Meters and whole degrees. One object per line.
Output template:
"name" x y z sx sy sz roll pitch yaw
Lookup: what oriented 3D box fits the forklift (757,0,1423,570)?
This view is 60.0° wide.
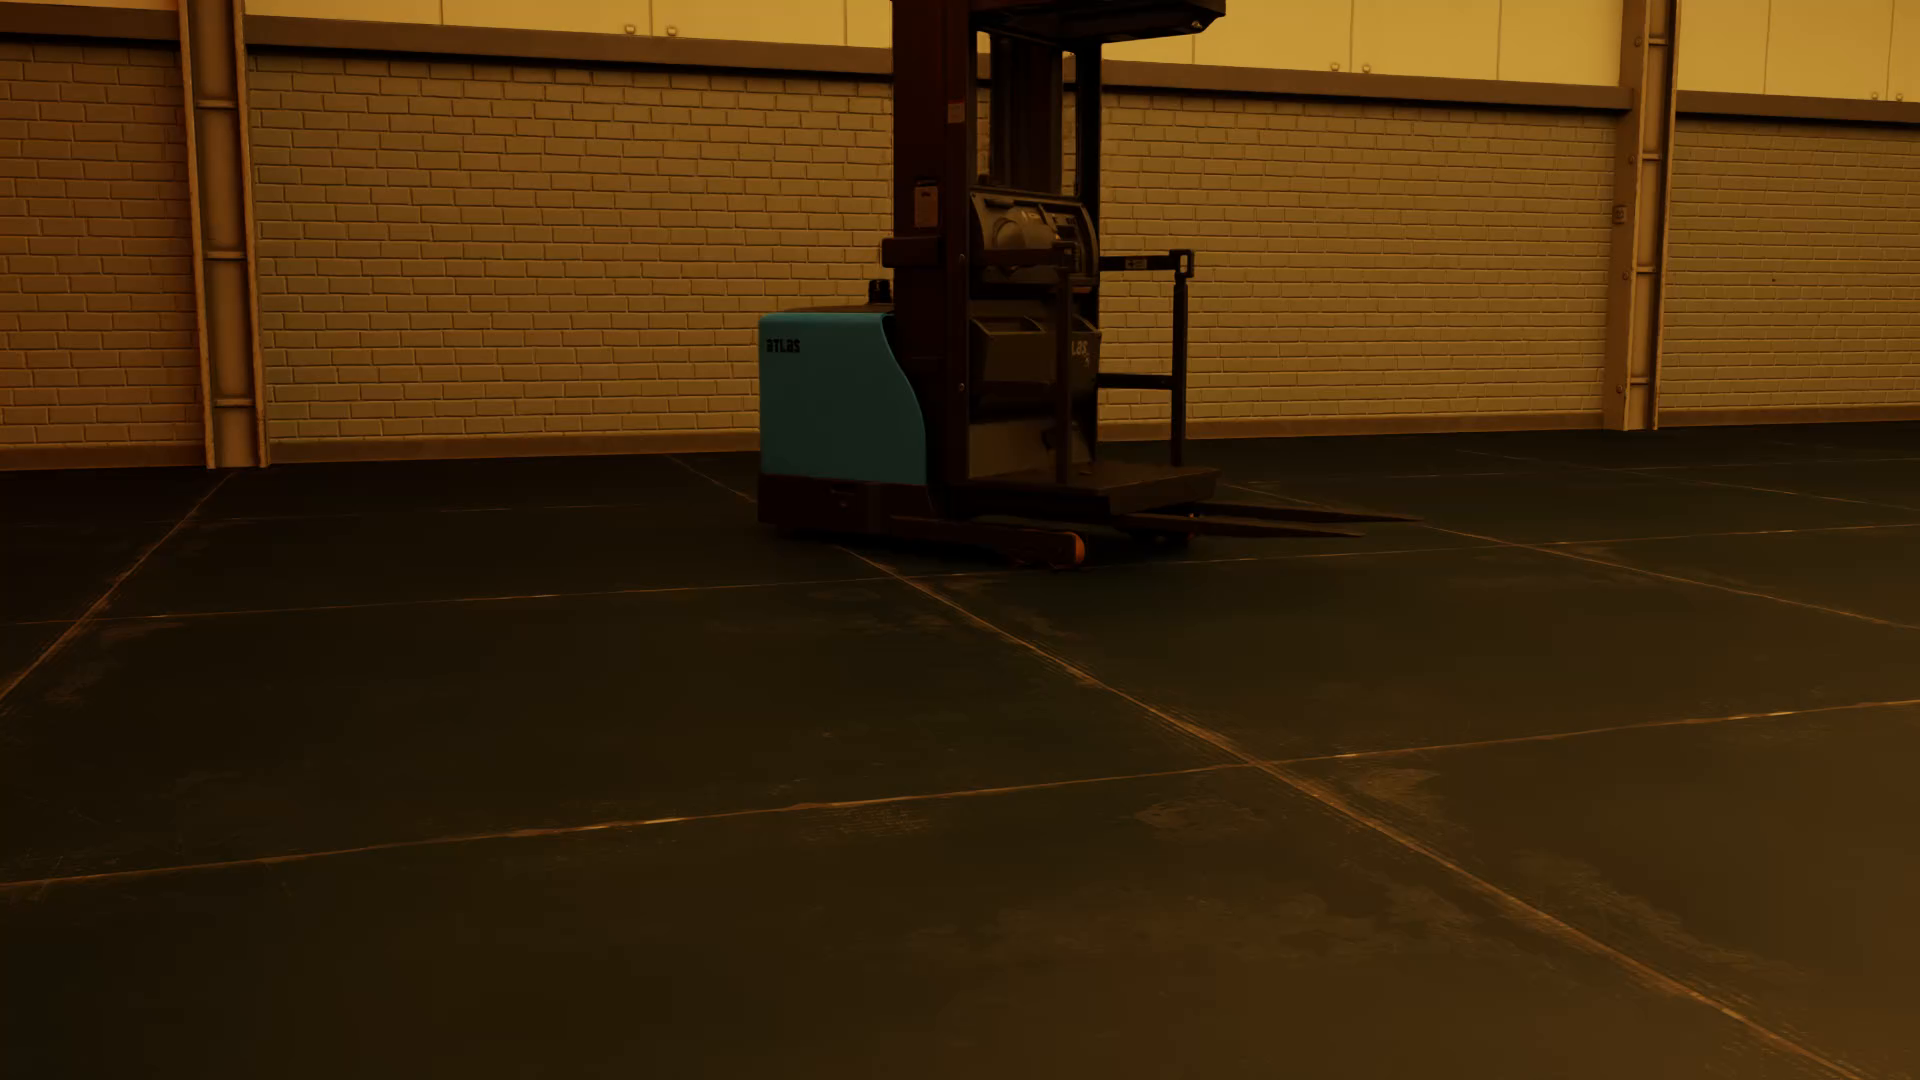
"forklift" 0.510 -1.405 7.377 3.031 2.935 1.130 6 10 36
